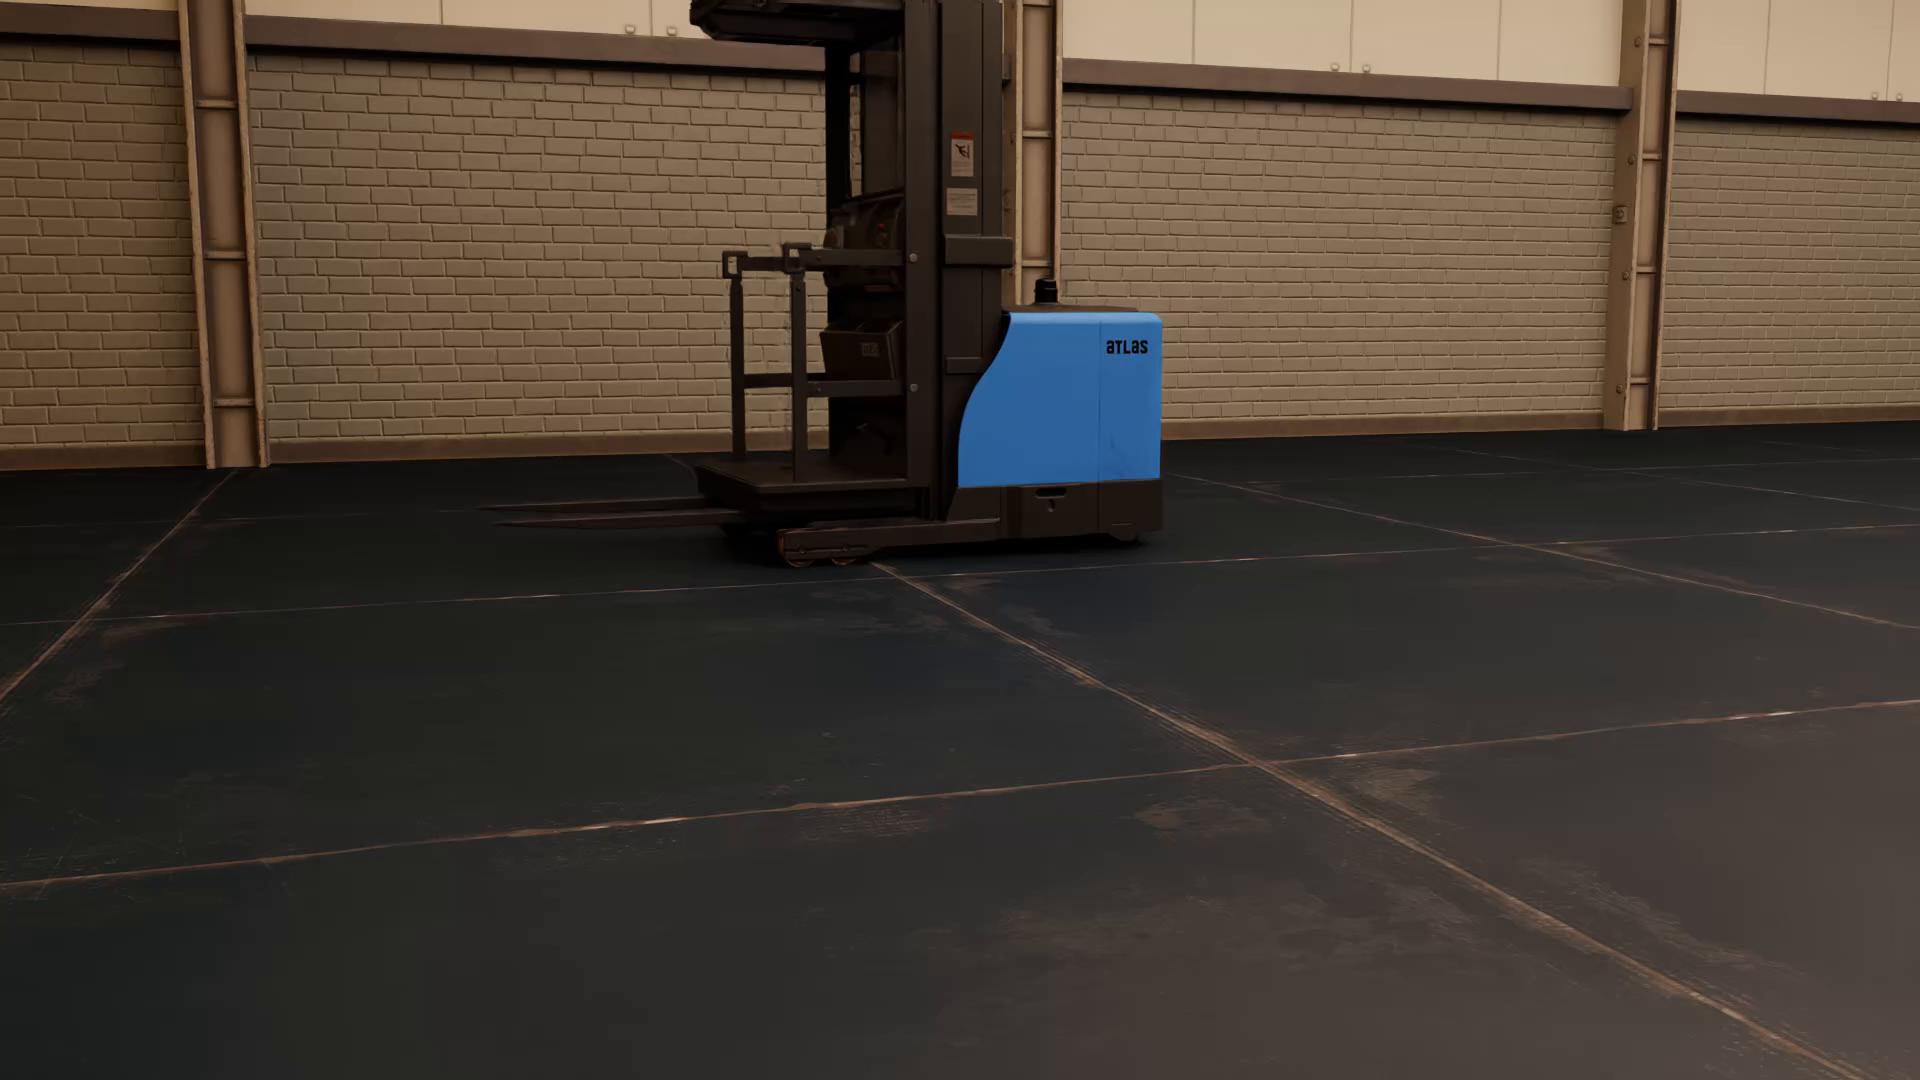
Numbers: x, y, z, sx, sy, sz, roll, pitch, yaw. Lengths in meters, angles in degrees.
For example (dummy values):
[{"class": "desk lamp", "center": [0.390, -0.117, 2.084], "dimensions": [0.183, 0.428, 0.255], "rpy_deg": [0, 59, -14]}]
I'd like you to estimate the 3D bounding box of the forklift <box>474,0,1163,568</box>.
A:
[{"class": "forklift", "center": [-0.622, -1.415, 7.452], "dimensions": [3.031, 2.935, 1.130], "rpy_deg": [-3, 8, -22]}]
